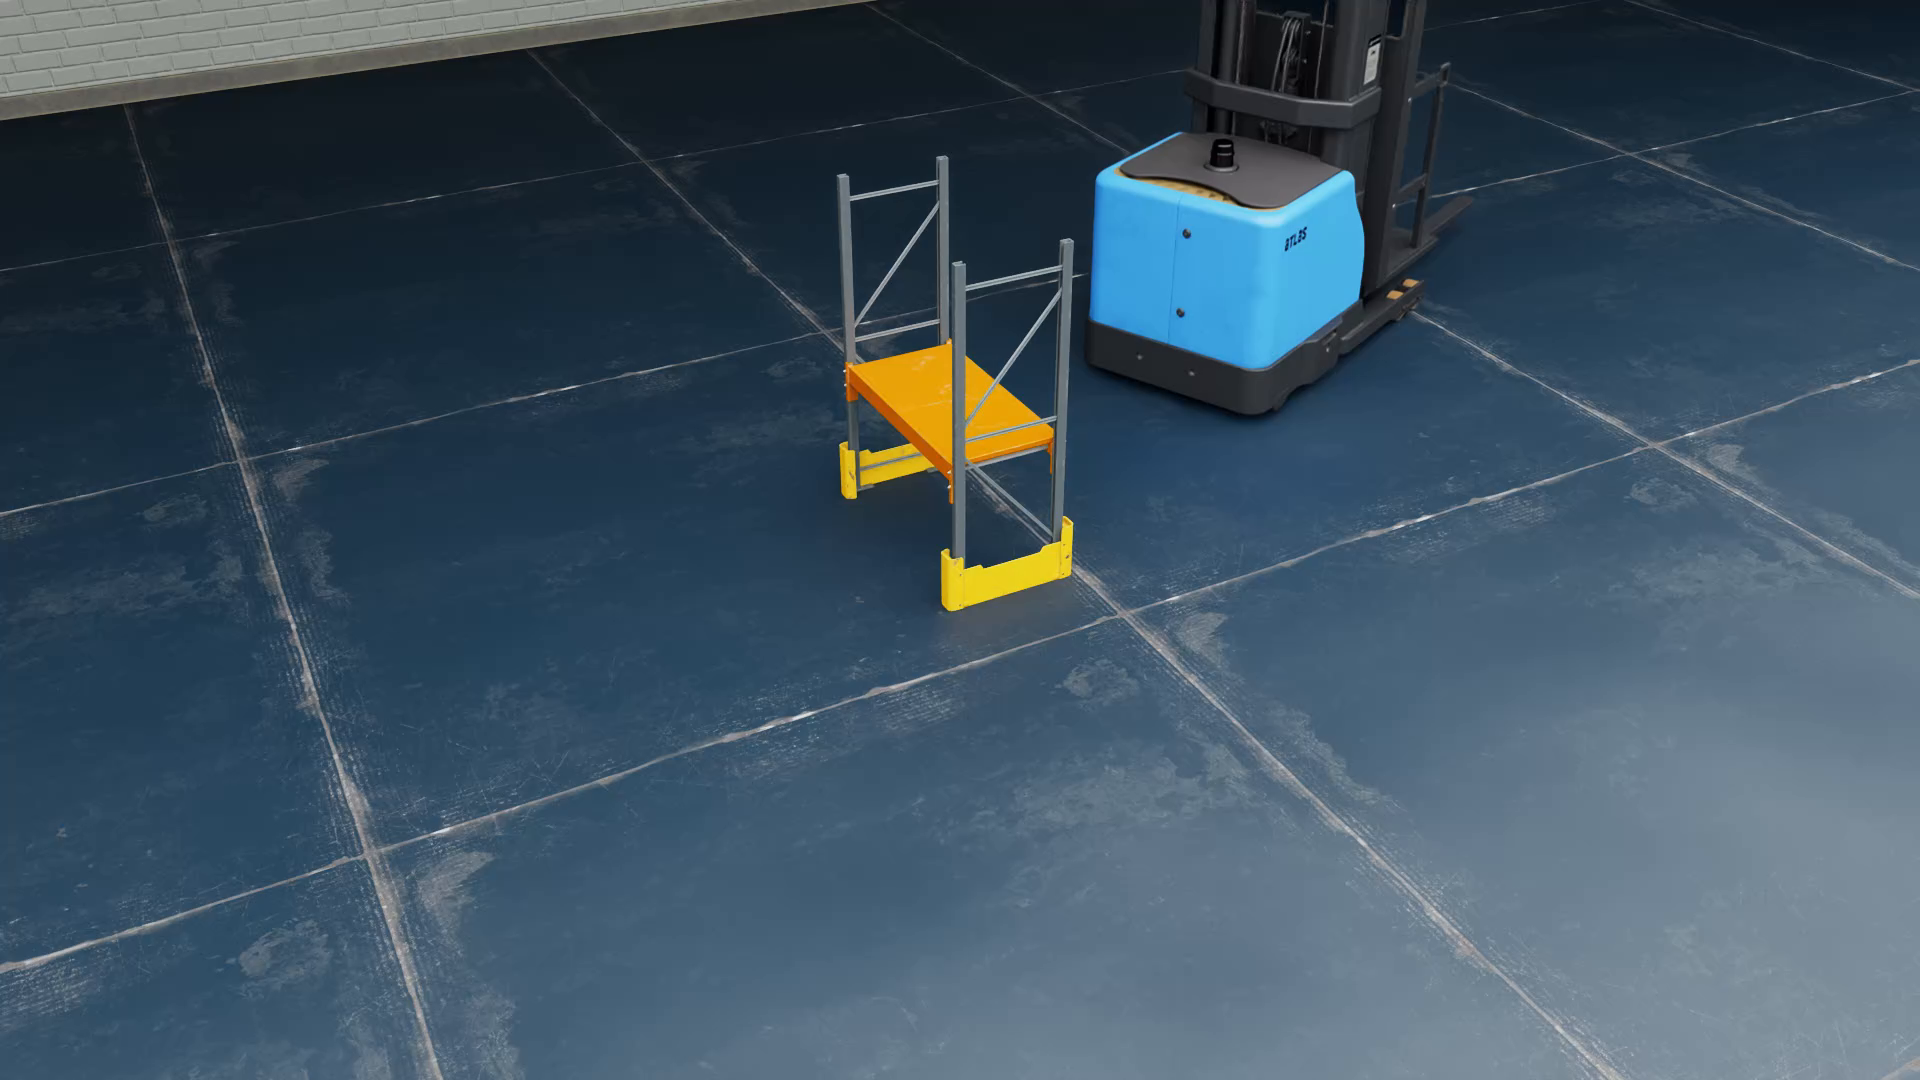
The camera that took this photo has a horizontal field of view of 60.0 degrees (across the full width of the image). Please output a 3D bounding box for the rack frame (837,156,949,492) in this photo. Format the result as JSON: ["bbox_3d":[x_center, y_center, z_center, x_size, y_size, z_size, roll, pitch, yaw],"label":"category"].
[{"bbox_3d":[-0.277,-0.915,7.288,0.500,1.500,0.032,-16,36,-23],"label":"rack frame"}]

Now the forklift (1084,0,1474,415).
[{"bbox_3d":[1.934,-2.579,8.559,1.130,2.935,3.031,22,39,31],"label":"forklift"}]

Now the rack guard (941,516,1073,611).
[{"bbox_3d":[0.197,0.096,6.868,0.587,0.250,0.087,-16,36,-23],"label":"rack guard"}]

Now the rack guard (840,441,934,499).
[{"bbox_3d":[-0.268,-0.379,7.610,0.587,0.250,0.087,-16,36,-23],"label":"rack guard"}]

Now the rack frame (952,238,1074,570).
[{"bbox_3d":[0.197,-0.430,6.530,0.500,1.500,0.032,-16,36,-23],"label":"rack frame"}]

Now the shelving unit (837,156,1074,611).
[{"bbox_3d":[-0.036,-0.668,6.902,0.587,1.500,1.083,-16,36,-23],"label":"shelving unit"}]

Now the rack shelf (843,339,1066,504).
[{"bbox_3d":[-0.040,-0.521,7.006,0.538,0.185,1.000,-16,36,-23],"label":"rack shelf"}]
